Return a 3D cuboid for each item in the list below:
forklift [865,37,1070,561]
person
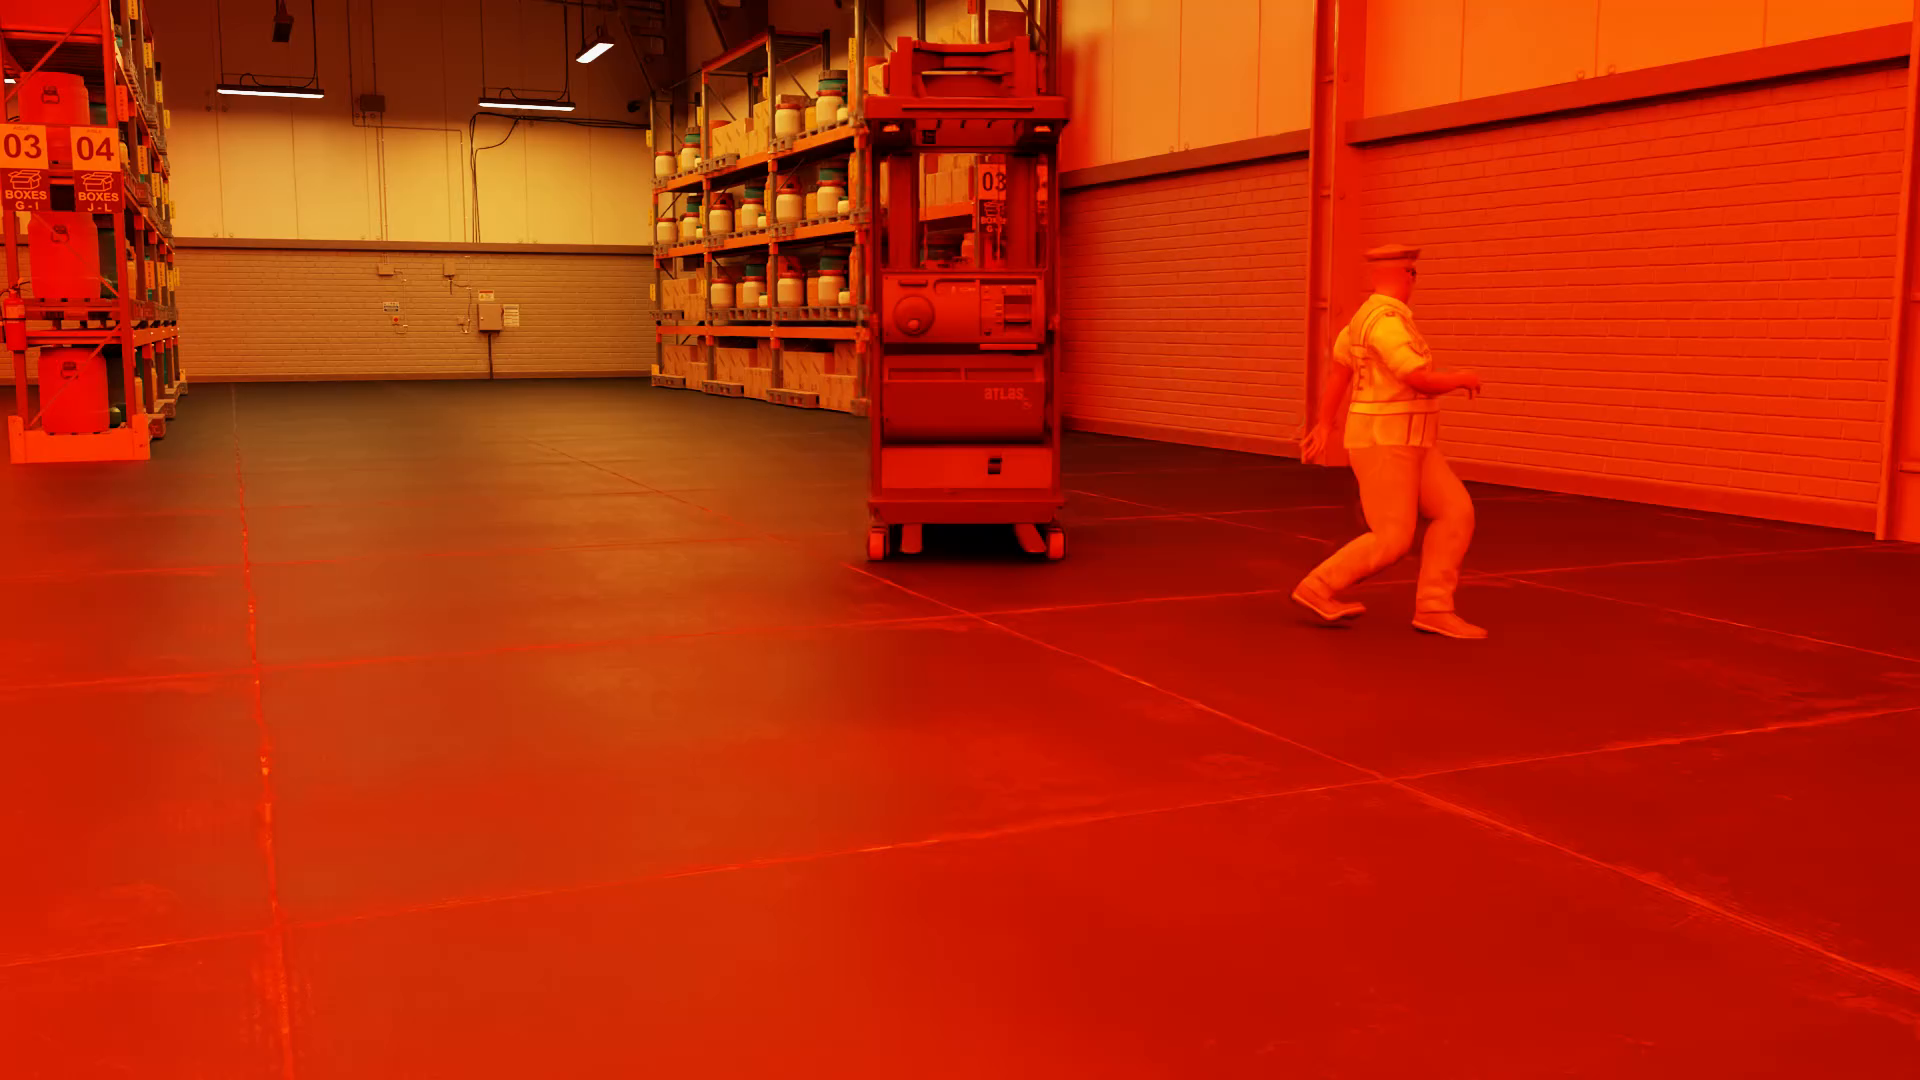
[{"bbox_3d":[0.029,-1.373,9.353,1.130,2.935,3.031,0,8,-2],"label":"forklift"},{"bbox_3d":[1.842,-0.423,7.127,0.883,1.667,0.583,4,8,25],"label":"person"}]
